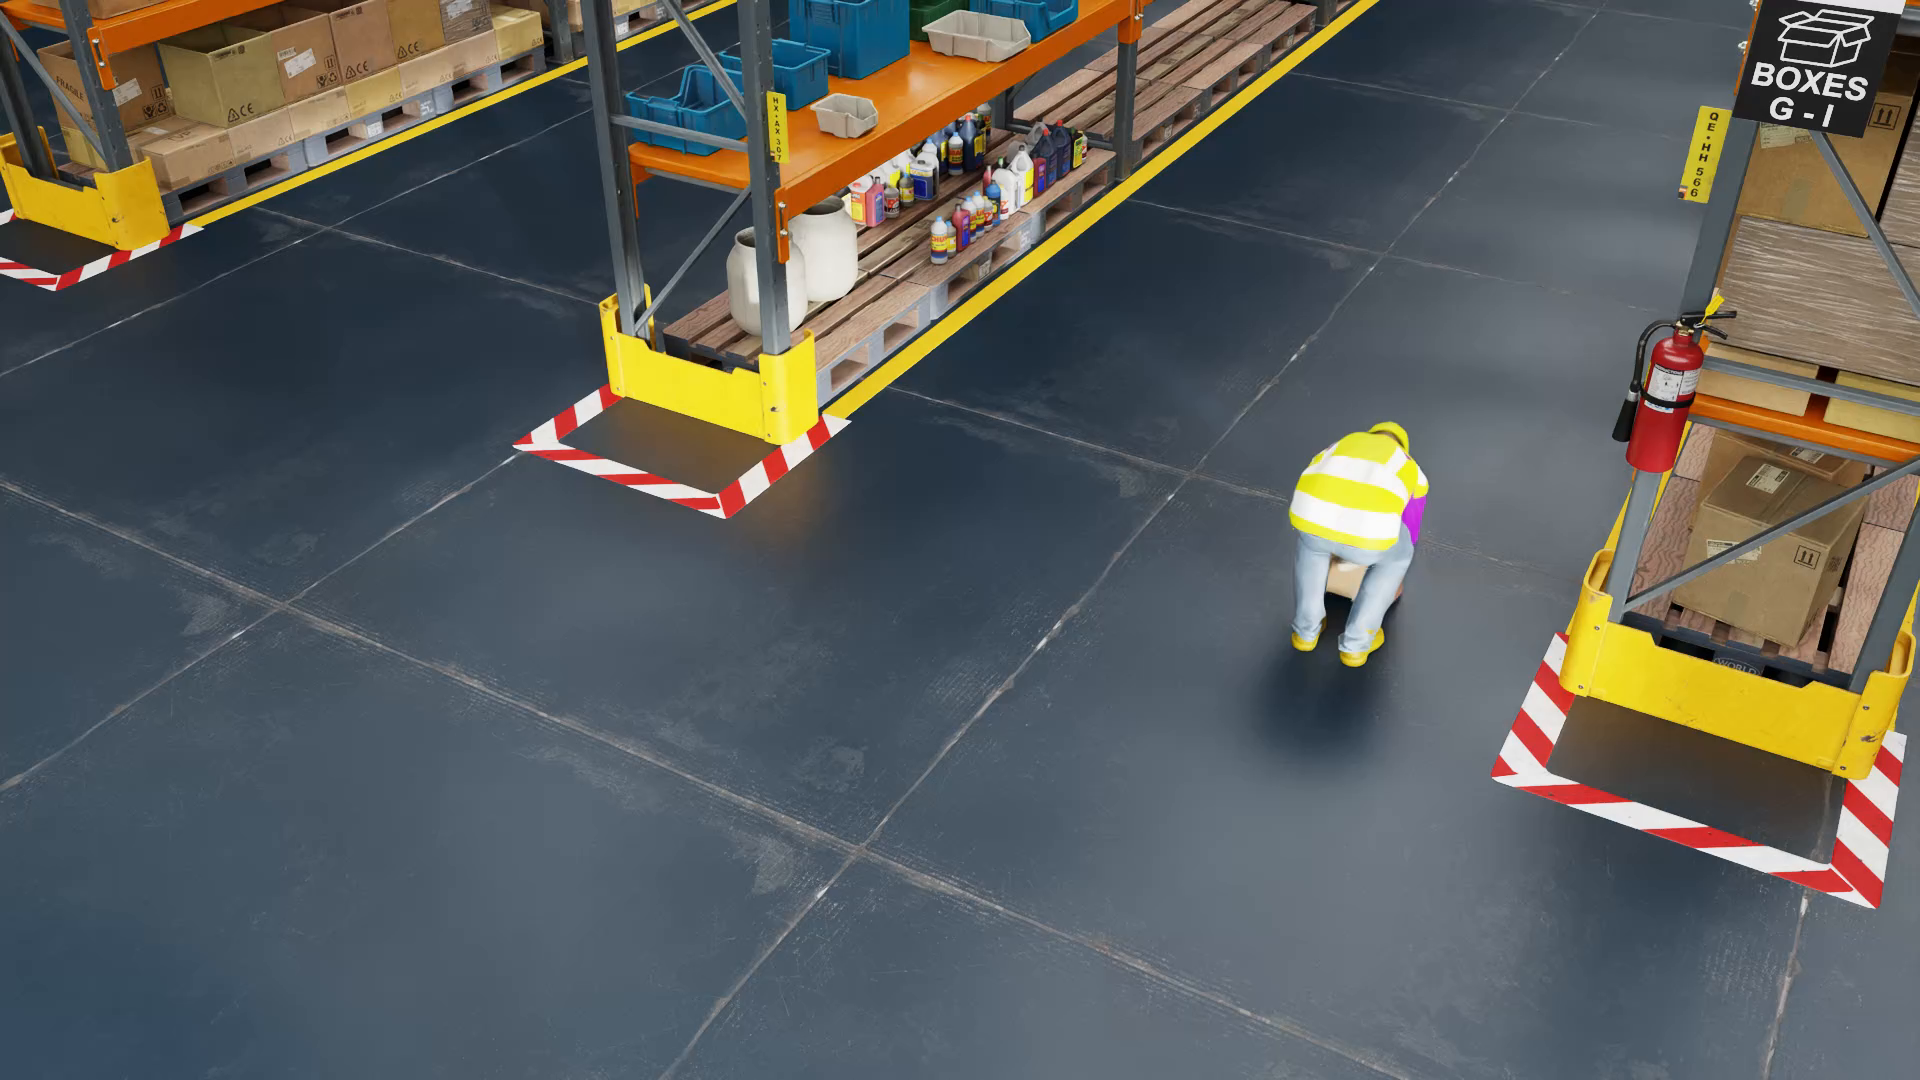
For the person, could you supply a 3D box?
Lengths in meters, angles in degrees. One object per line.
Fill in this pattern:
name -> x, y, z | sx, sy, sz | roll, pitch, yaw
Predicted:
person -> 1.638, -0.031, 6.905 | 0.506, 0.939, 0.974 | 16, 37, 22
